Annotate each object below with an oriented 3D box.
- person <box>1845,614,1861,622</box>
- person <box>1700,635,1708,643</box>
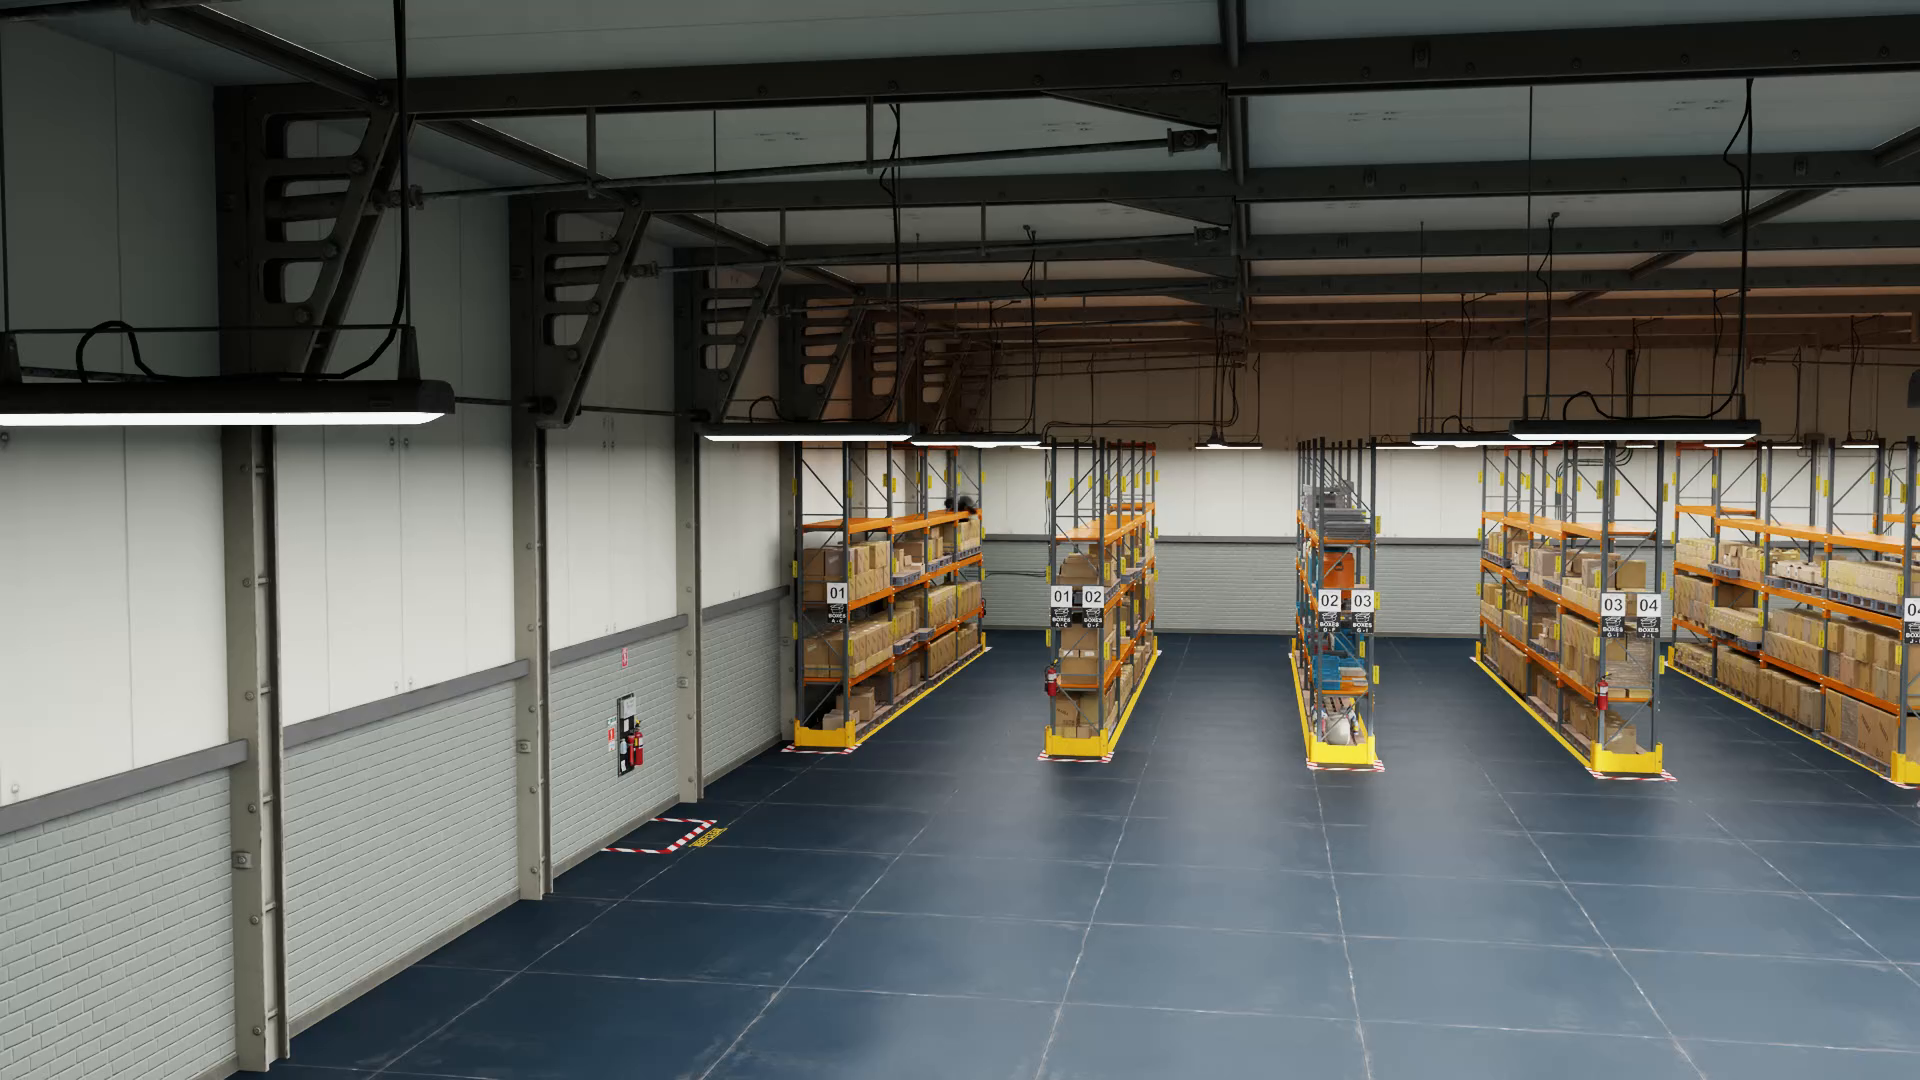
[{"bbox_3d":[24.218,2.485,45.171,0.546,1.714,0.804,1,3,25],"label":"person"},{"bbox_3d":[20.478,2.529,45.564,0.607,1.548,0.794,-2,4,-36],"label":"person"}]
